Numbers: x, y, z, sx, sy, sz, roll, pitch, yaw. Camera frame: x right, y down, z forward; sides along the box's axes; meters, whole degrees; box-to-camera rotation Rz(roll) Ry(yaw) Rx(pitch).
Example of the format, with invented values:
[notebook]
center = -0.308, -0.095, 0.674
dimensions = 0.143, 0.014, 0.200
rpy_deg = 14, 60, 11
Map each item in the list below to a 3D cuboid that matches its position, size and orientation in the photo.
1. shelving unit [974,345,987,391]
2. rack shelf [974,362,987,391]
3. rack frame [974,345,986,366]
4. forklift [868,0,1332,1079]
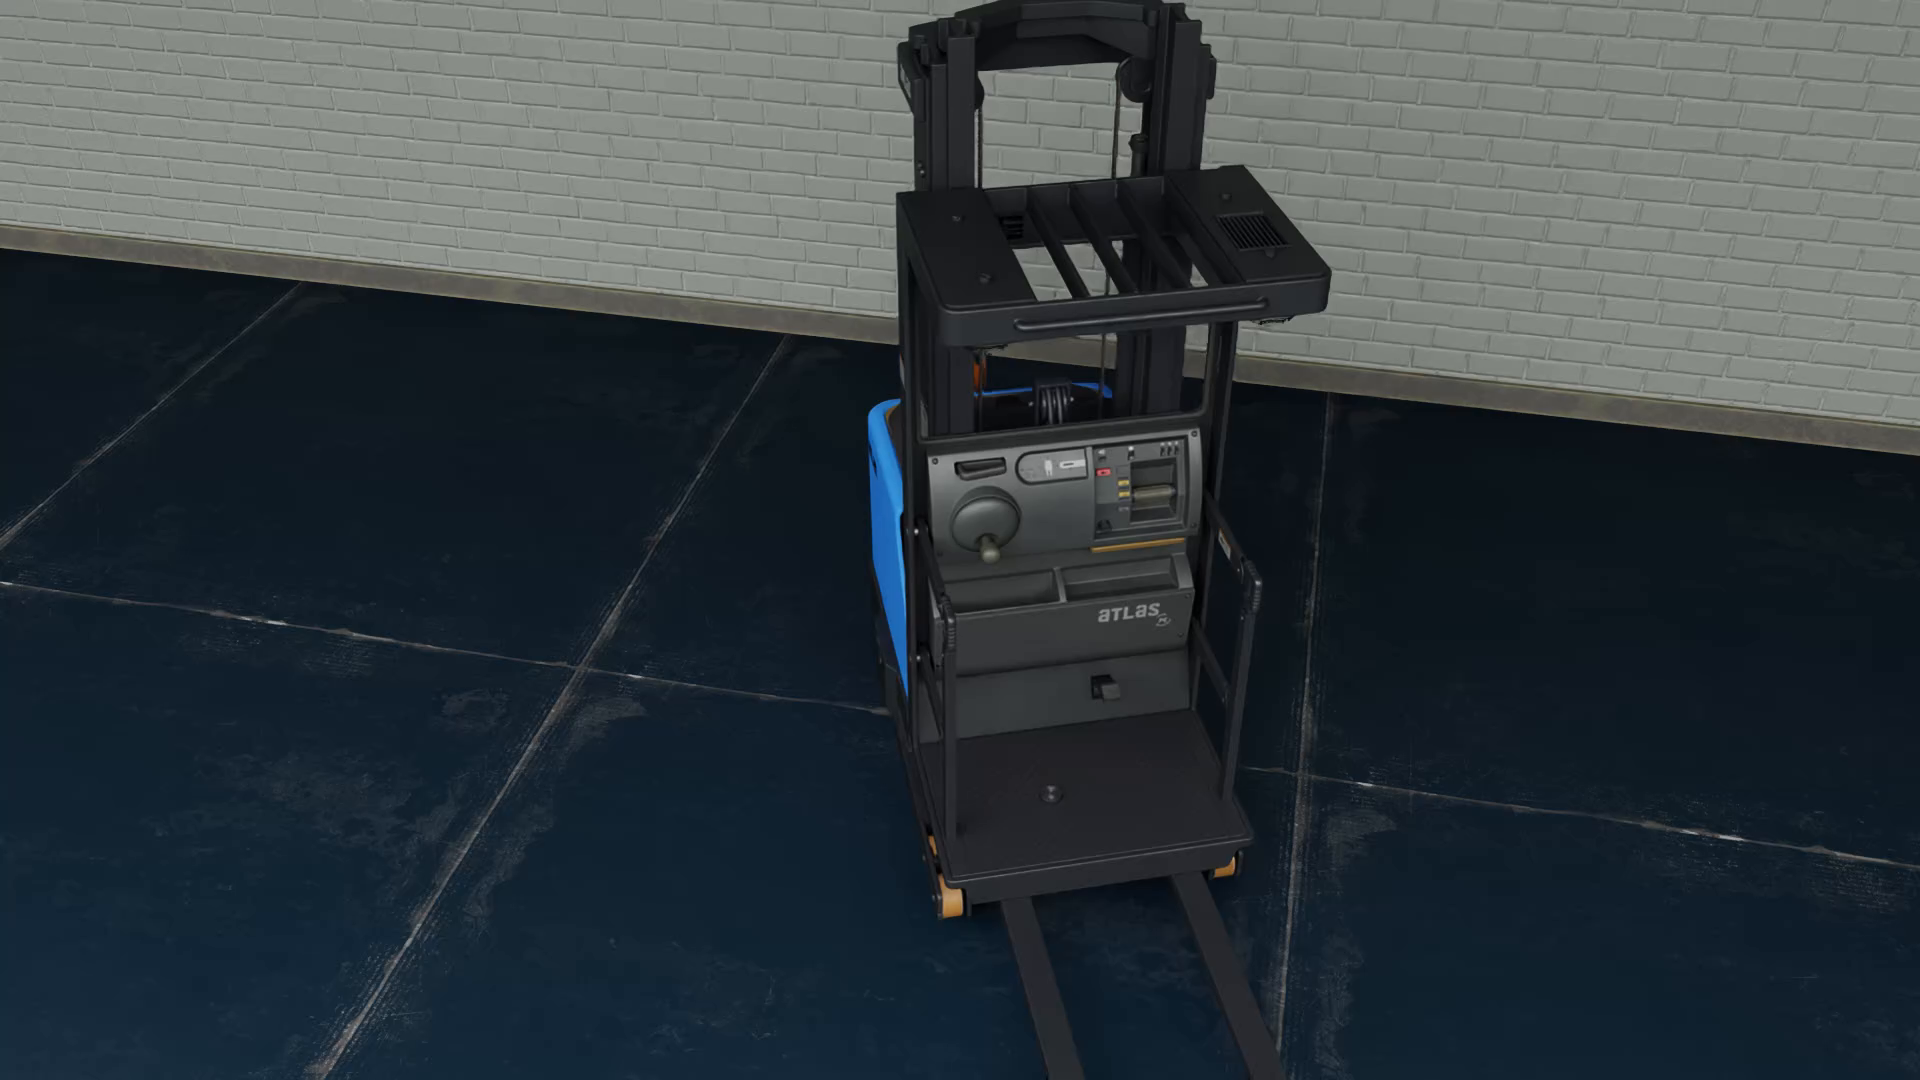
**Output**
[shelving unit]
center = -0.011, -0.394, 7.400
dimensions = 0.215, 1.050, 0.252
rpy_deg = 7, 37, 10
[rack shelf]
center = -0.011, -0.616, 7.239
dimensions = 0.215, 0.259, 0.240
rpy_deg = 7, 37, 10
[rack frame]
center = 0.015, -0.464, 7.496
dimensions = 0.200, 1.050, 0.008
rpy_deg = 7, 37, 10
[forklift]
center = 0.398, -0.085, 5.370
dimensions = 1.130, 2.935, 3.031
rpy_deg = -6, 36, -9
